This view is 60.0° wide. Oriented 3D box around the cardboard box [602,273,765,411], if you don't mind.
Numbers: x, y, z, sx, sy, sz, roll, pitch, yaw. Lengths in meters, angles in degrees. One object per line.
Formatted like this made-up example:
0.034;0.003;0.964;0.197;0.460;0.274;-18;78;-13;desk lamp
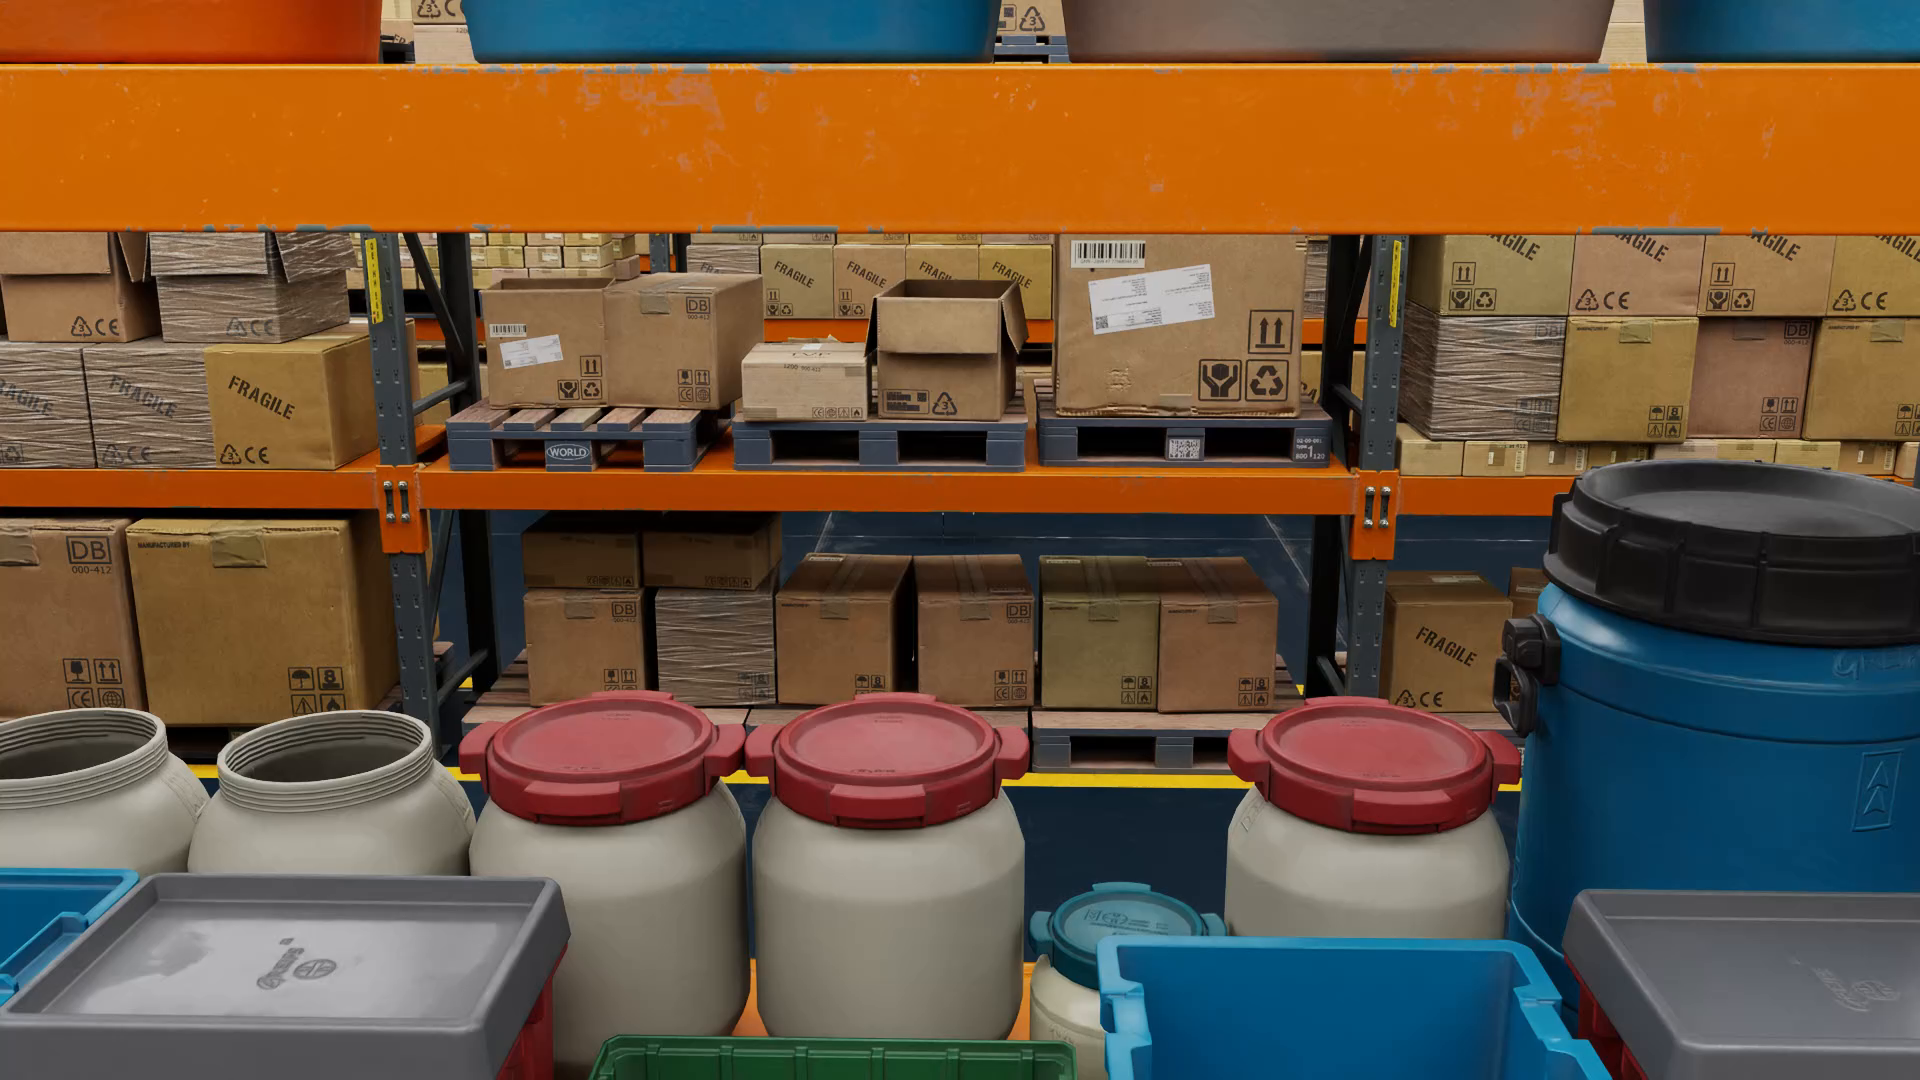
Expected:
-1.197;-0.882;7.284;0.500;0.500;0.700;3;15;10;cardboard box

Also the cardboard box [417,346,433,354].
-4.276;-1.302;12.503;0.500;0.250;0.500;0;15;-1;cardboard box

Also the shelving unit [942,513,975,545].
-0.008;-0.435;10.725;0.210;0.900;0.258;0;15;1;shelving unit

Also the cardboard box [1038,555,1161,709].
0.610;0.403;7.472;0.500;0.500;0.700;0;15;1;cardboard box

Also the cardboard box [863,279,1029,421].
-0.035;-0.817;7.030;0.637;0.503;0.797;2;15;7;cardboard box

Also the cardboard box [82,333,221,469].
-3.297;-0.595;7.020;0.500;0.500;0.500;0;15;1;cardboard box

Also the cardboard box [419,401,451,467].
-3.784;-0.802;12.076;0.500;0.500;0.500;0;15;-1;cardboard box

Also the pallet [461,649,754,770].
-1.518;0.752;7.577;1.213;0.211;1.003;0;15;1;pallet

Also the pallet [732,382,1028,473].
-0.319;-0.507;7.257;1.213;0.211;1.003;0;15;1;pallet

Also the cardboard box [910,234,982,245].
-0.093;-2.384;11.838;0.500;0.500;0.700;0;15;1;cardboard box

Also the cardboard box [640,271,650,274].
-3.626;-2.338;17.162;0.875;0.875;0.875;1;15;2;cardboard box

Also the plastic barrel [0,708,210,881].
-1.391;0.559;2.621;0.421;0.512;0.421;0;15;0;plastic barrel

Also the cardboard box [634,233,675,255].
-3.069;-2.993;16.599;0.500;0.250;0.500;1;15;2;cardboard box

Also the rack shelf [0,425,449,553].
-4.298;-0.267;7.383;4.000;0.370;1.077;0;15;1;rack shelf

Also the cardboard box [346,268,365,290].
-4.130;-1.844;11.620;0.250;0.149;0.380;0;15;-1;cardboard box

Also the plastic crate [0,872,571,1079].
-0.818;0.719;2.110;0.583;0.464;0.402;0;15;1;plastic crate

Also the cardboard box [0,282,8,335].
-4.351;-1.152;7.164;0.637;0.503;0.797;1;15;3;cardboard box

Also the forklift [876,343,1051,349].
0.723;-2.596;14.935;3.031;2.935;1.130;-8;17;-27;forklift

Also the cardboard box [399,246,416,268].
-3.866;-1.987;11.576;0.250;0.149;0.380;1;15;3;cardboard box

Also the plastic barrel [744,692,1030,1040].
-0.111;0.554;2.592;0.433;0.535;0.433;0;15;0;plastic barrel

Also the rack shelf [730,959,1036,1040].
-0.426;1.022;2.497;4.000;0.370;1.077;0;15;1;rack shelf

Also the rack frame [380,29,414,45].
-2.299;-3.503;6.477;0.127;3.000;1.000;0;15;1;rack frame

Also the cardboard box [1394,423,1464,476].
1.907;-0.376;6.879;0.250;0.149;0.380;0;15;1;cardboard box

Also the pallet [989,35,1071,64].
0.049;-1.973;6.925;1.003;0.211;1.213;0;15;1;pallet

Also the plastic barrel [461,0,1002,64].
-0.248;-0.962;1.744;0.708;0.901;0.600;0;15;1;plastic barrel

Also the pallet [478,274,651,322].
-2.786;-1.751;11.973;1.003;0.211;1.213;0;15;1;pallet

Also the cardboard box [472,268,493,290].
-3.330;-1.840;11.603;0.250;0.149;0.380;0;15;1;cardboard box

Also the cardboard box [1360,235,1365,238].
2.848;-2.450;11.834;0.550;0.550;0.875;0;15;1;cardboard box

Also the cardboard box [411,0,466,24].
-1.835;-2.274;6.522;0.500;0.500;0.500;1;15;2;cardboard box

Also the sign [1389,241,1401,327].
1.689;-0.994;6.459;0.005;0.325;0.100;0;15;1;sign

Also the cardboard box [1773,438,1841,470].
3.407;-0.370;6.855;0.250;0.149;0.380;0;15;1;cardboard box

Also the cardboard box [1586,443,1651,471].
2.658;-0.378;6.884;0.250;0.149;0.380;0;15;1;cardboard box

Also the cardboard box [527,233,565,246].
-2.824;-2.124;11.514;0.250;0.149;0.380;0;15;1;cardboard box

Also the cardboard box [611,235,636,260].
-2.549;-2.146;12.180;0.250;0.149;0.380;1;15;4;cardboard box

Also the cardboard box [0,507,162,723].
-3.879;0.205;7.526;0.875;0.875;1.225;0;15;2;cardboard box

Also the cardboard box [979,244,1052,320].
0.389;-1.830;11.701;0.500;0.500;0.500;1;15;2;cardboard box

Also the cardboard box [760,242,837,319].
-1.121;-1.840;11.739;0.500;0.500;0.500;0;15;1;cardboard box

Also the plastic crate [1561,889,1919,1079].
1.082;0.731;2.064;0.583;0.464;0.402;0;15;1;plastic crate

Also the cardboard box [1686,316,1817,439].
3.150;-0.760;7.060;0.500;0.500;0.875;0;15;1;cardboard box

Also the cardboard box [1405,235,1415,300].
2.157;-1.319;7.220;0.500;0.500;0.500;0;15;1;cardboard box

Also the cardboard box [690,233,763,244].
-1.622;-2.393;11.873;0.500;0.500;0.700;0;15;1;cardboard box

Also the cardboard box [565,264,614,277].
-2.576;-1.834;11.580;0.250;0.149;0.380;1;15;2;cardboard box

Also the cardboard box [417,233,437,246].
-3.593;-2.130;11.535;0.250;0.149;0.380;0;15;1;cardboard box

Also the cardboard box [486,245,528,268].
-3.106;-1.981;11.555;0.250;0.149;0.380;1;15;3;cardboard box

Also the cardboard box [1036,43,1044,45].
0.688;-3.421;11.323;0.500;0.250;0.500;0;15;1;cardboard box

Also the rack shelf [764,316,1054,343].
-0.072;-1.505;12.076;4.000;0.370;1.077;0;15;1;rack shelf

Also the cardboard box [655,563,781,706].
-1.074;0.394;7.506;0.500;0.500;0.700;-1;15;-3;cardboard box

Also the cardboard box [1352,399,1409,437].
1.922;-0.528;7.454;0.250;0.149;0.380;0;15;1;cardboard box

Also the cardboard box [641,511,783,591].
-1.098;0.029;7.418;0.500;0.250;0.500;2;15;8;cardboard box

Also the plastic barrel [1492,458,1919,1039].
1.195;0.365;2.594;0.708;0.901;0.600;0;15;1;plastic barrel

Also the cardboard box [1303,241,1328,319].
2.297;-1.913;11.918;0.550;0.550;0.875;0;15;1;cardboard box

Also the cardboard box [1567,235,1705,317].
2.643;-1.181;6.697;0.500;0.500;0.500;0;15;1;cardboard box

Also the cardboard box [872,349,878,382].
-0.590;-0.950;12.147;0.750;0.750;1.050;1;15;2;cardboard box
